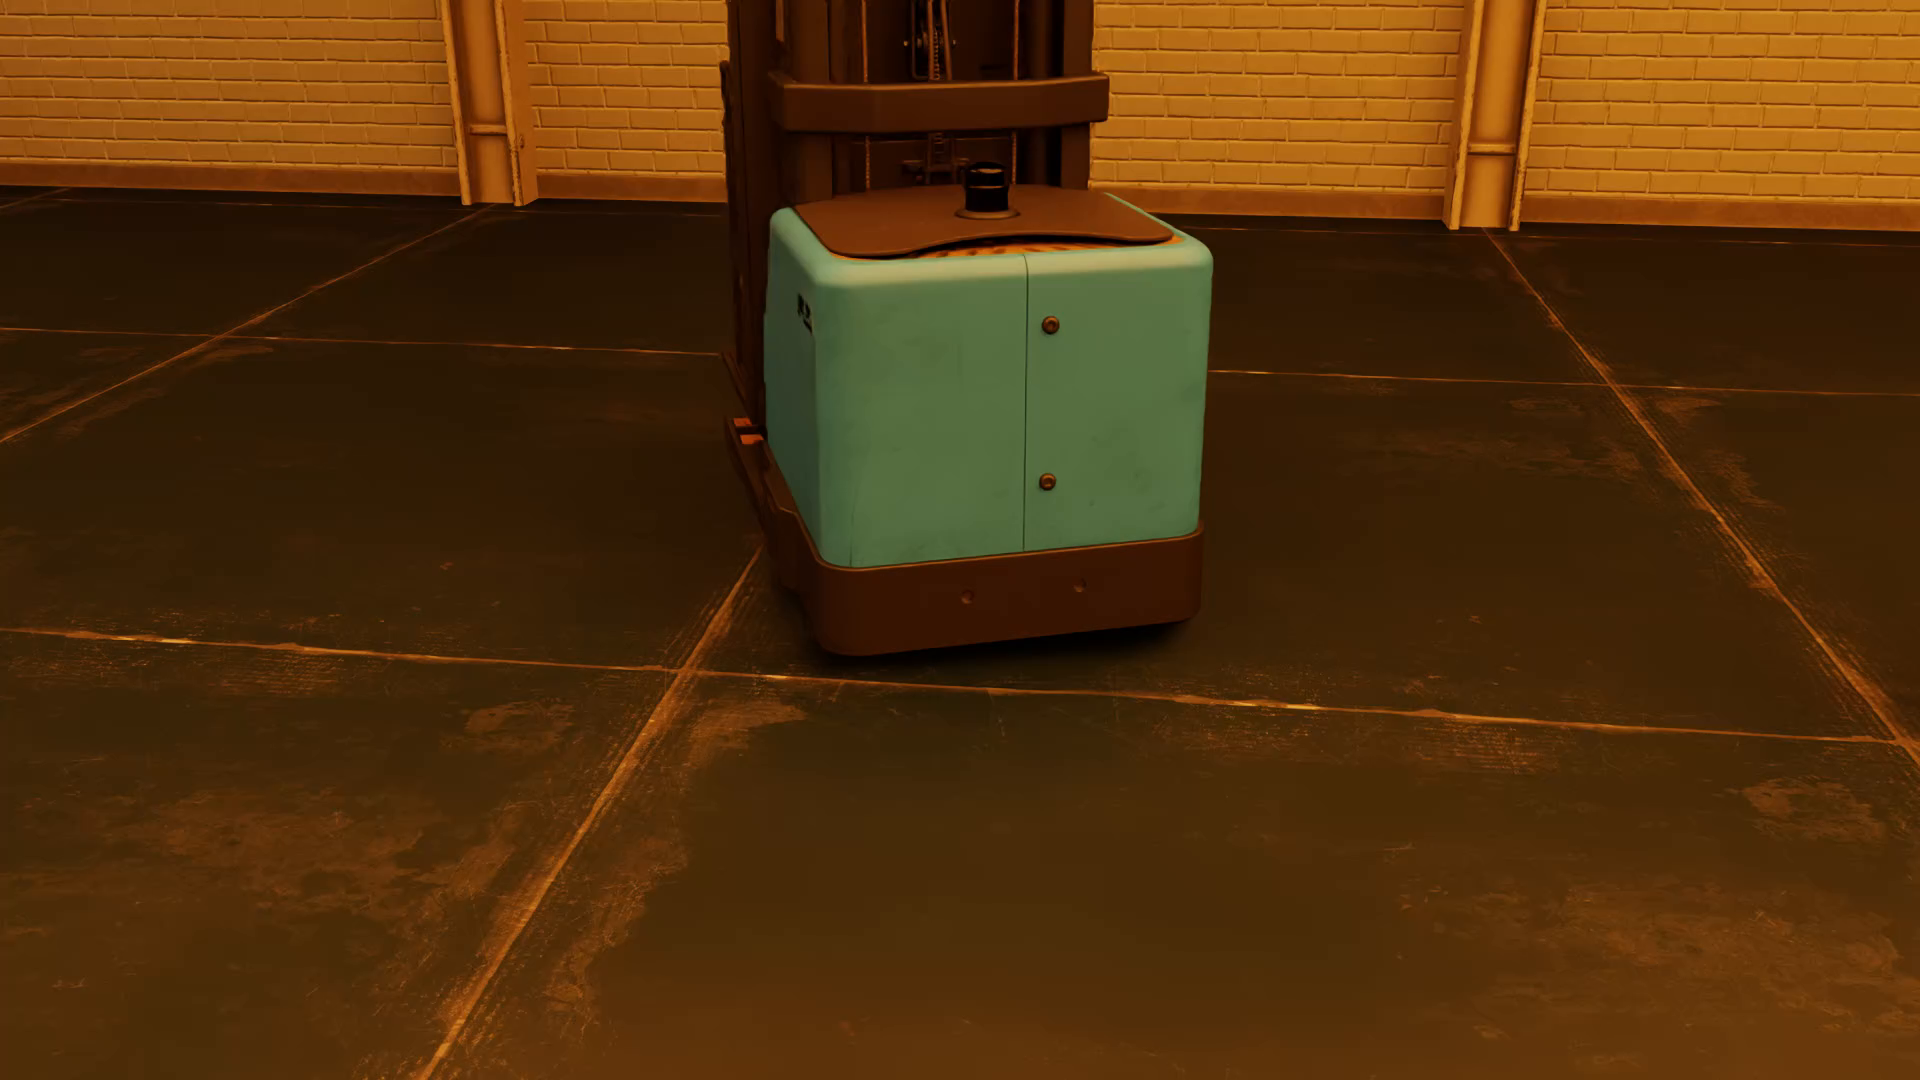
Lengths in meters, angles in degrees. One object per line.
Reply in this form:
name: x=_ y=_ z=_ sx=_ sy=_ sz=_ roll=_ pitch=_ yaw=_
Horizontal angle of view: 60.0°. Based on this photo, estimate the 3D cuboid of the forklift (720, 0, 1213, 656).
forklift: x=-0.206 y=-1.583 z=5.184 sx=1.130 sy=2.935 sz=3.031 roll=-5 pitch=23 yaw=-13
